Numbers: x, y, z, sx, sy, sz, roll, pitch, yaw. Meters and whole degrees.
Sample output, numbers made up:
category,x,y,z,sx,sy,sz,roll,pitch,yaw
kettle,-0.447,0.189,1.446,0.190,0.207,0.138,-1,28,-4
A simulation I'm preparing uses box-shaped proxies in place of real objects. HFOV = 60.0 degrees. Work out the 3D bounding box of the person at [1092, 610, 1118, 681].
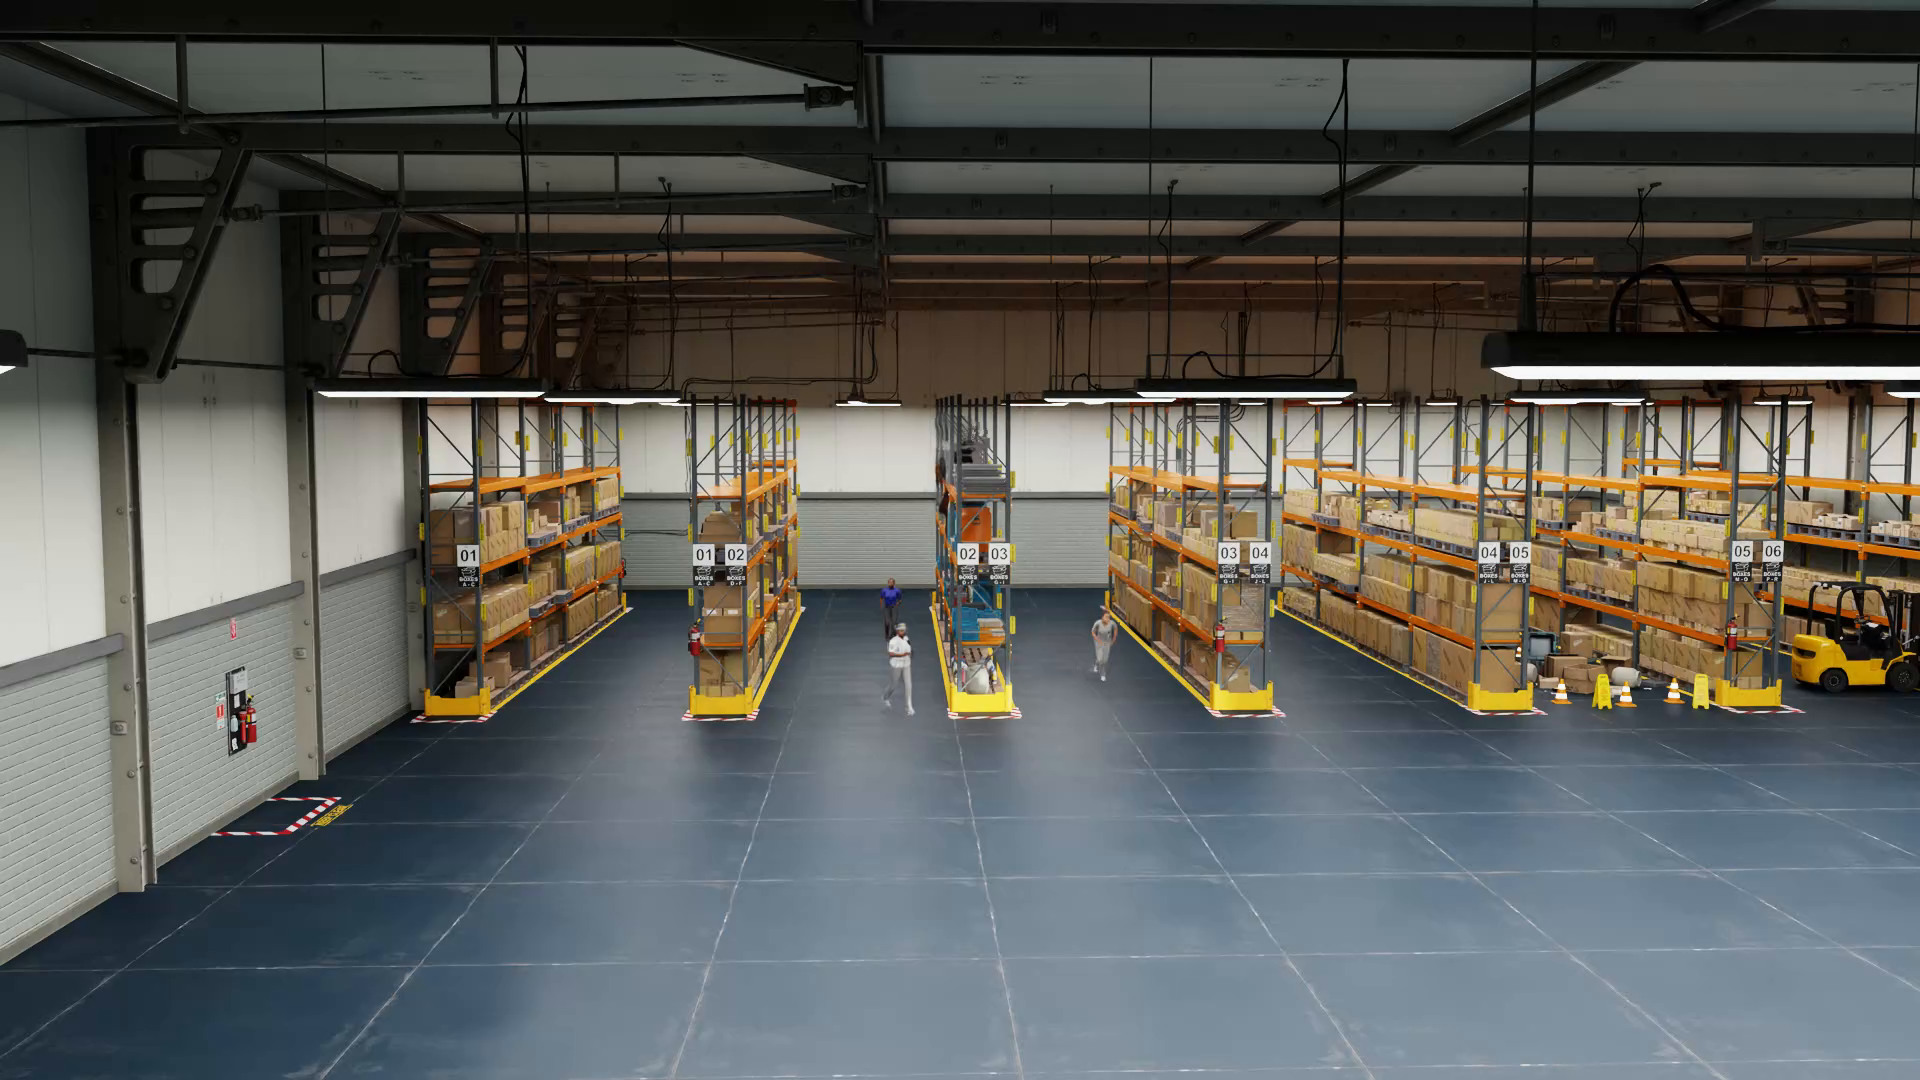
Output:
category,x,y,z,sx,sy,sz,roll,pitch,yaw
person,3.045,2.210,35.176,0.580,1.528,0.819,-1,5,-8

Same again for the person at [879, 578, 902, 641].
category,x,y,z,sx,sy,sz,roll,pitch,yaw
person,-1.693,1.732,40.510,0.555,1.596,0.651,0,5,-3

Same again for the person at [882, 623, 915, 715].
category,x,y,z,sx,sy,sz,roll,pitch,yaw
person,-1.142,2.393,31.300,0.566,1.694,0.910,-3,6,-35
